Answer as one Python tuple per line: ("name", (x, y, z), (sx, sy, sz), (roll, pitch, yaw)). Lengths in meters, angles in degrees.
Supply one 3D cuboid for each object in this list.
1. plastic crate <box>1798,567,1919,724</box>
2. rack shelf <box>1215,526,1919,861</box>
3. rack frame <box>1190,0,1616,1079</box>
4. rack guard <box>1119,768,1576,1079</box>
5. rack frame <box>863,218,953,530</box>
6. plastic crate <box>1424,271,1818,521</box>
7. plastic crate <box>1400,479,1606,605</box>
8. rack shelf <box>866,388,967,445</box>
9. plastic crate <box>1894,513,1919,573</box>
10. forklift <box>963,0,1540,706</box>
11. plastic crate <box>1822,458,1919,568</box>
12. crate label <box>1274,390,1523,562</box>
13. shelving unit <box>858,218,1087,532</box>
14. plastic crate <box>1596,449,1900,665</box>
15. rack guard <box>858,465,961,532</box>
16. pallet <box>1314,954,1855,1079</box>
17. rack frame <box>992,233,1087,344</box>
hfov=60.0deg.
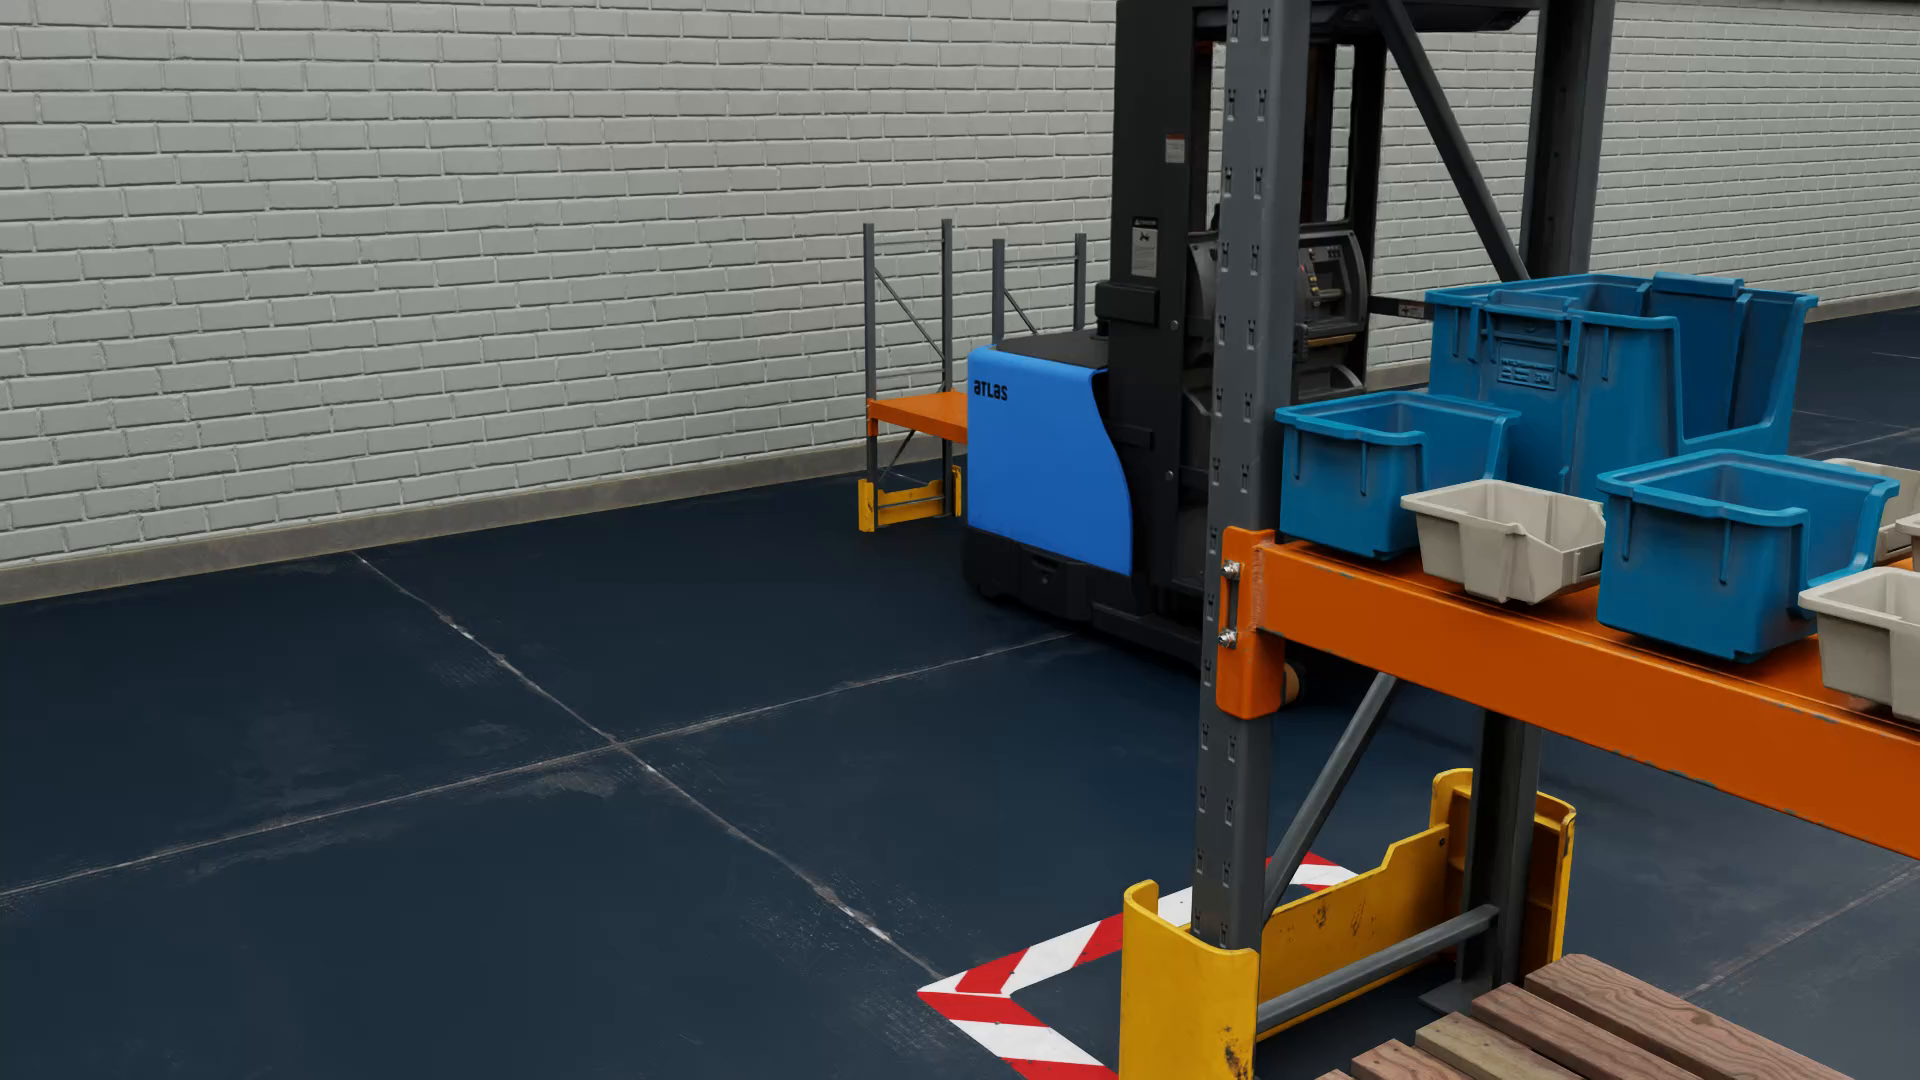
("plastic crate", (1.314, 0.152, 2.223), (0.250, 0.136, 0.298), (-11, 19, -35))
("rack shelf", (2.090, 0.498, 1.937), (1.077, 0.370, 4.000), (-11, 19, -35))
("rack frame", (0.914, -0.276, 3.402), (1.000, 3.000, 0.127), (-11, 19, -35))
("rack guard", (0.890, 0.927, 3.743), (1.175, 0.500, 0.348), (-11, 19, -35))
("rack frame", (-0.249, -0.814, 8.208), (0.500, 1.500, 0.032), (-11, 19, -35))
("plastic crate", (1.262, -0.279, 3.234), (0.616, 0.435, 0.499), (-11, 19, -35))
("plastic crate", (0.915, 0.008, 2.752), (0.250, 0.136, 0.298), (-11, 19, -35))
("rack shelf", (0.050, -0.532, 7.859), (0.538, 0.185, 1.000), (-11, 19, -35))
("plastic crate", (1.699, 0.033, 2.661), (0.396, 0.136, 0.243), (-11, 19, -35))
("forklift", (1.333, -0.966, 6.055), (1.130, 2.935, 3.031), (-12, 19, -37))
("plastic crate", (1.540, -0.032, 2.895), (0.396, 0.136, 0.243), (-11, 19, -35))
("crate label", (0.793, -0.120, 3.037), (0.416, 0.233, 0.303), (-11, 19, -35))
("shelving unit", (0.045, -0.707, 7.819), (0.587, 1.500, 1.083), (-11, 19, -35))
("plastic crate", (1.180, 0.020, 2.523), (0.416, 0.233, 0.300), (-11, 19, -35))
("rack guard", (-0.248, -0.211, 8.372), (0.587, 0.250, 0.087), (-11, 19, -35))
("pallet", (1.368, 1.251, 3.105), (1.003, 0.211, 1.213), (-11, 19, -35))
("rack frame", (0.349, -0.597, 7.415), (0.500, 1.500, 0.032), (-11, 19, -35))
